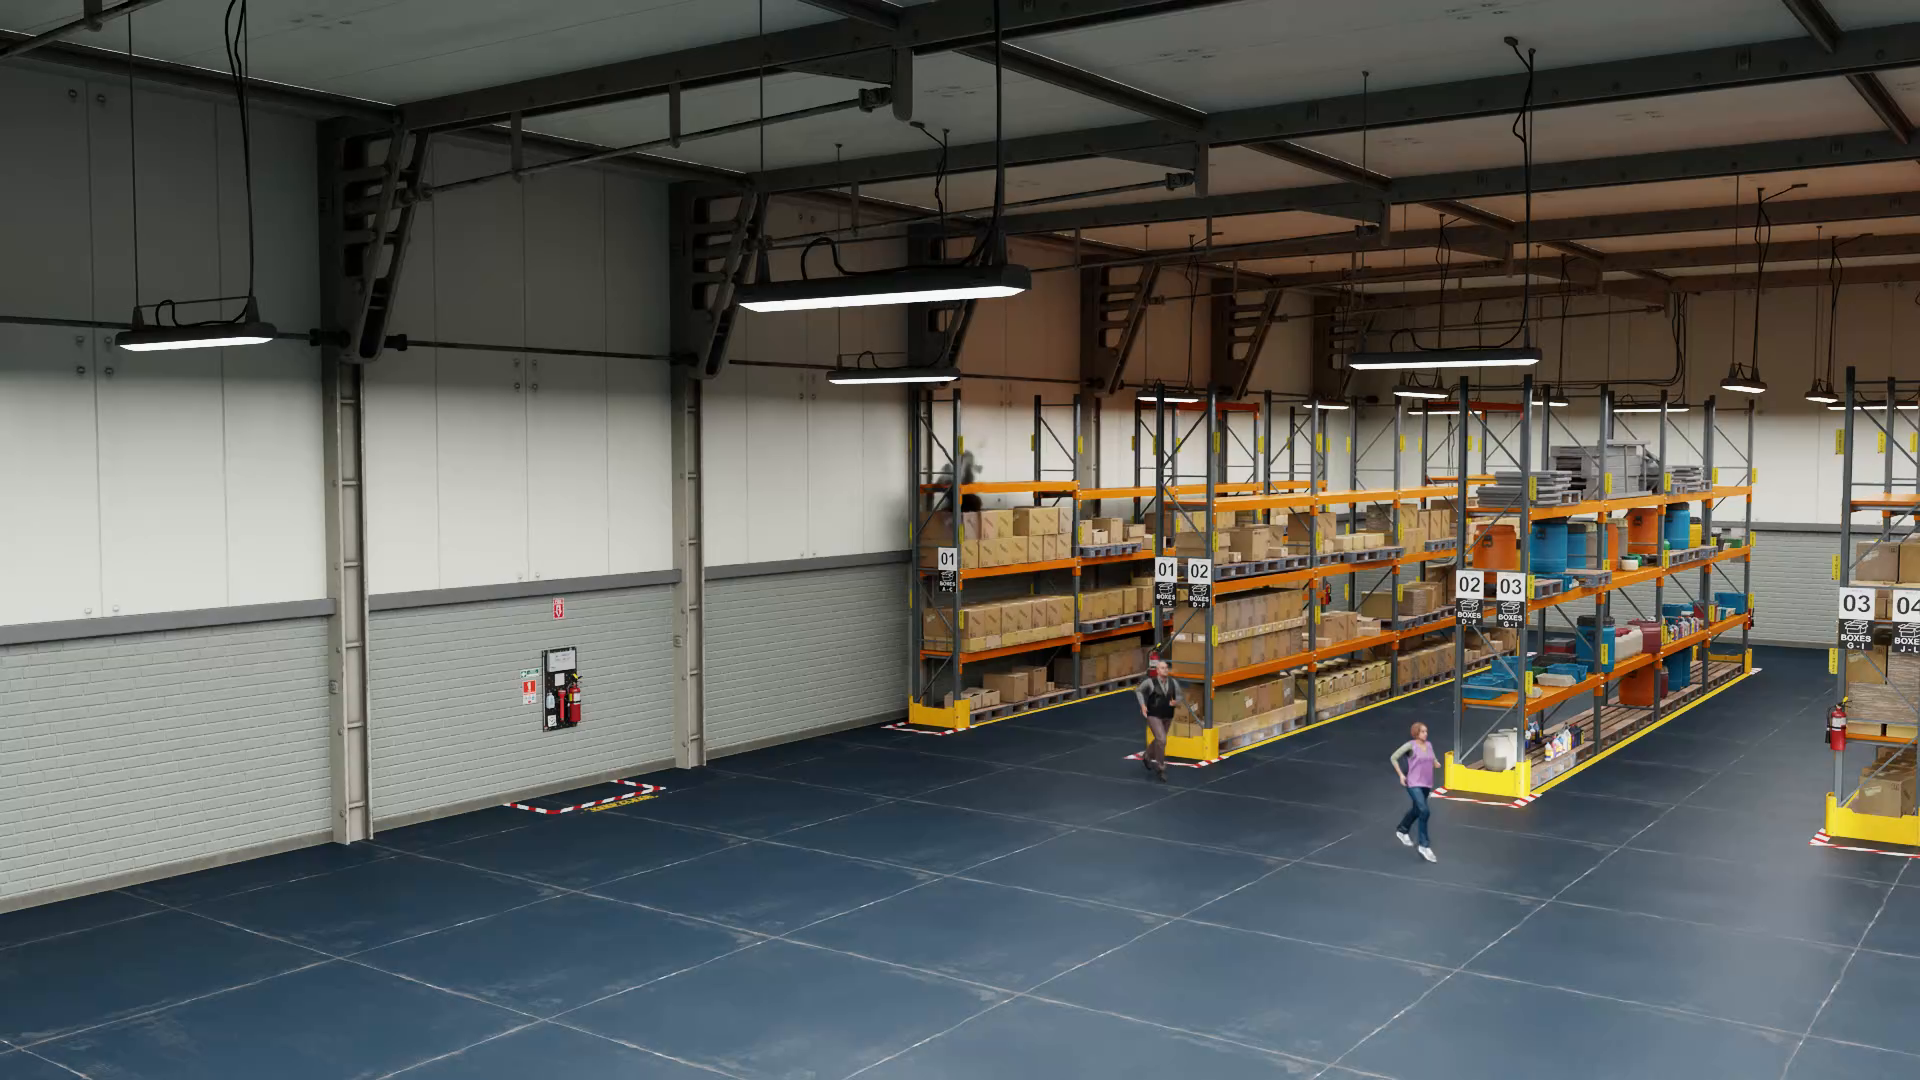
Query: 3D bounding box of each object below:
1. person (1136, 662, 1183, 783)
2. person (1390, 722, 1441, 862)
[{"bbox_3d":[3.027,2.699,25.069,0.653,1.752,0.859,-2,4,-25],"label":"person"},{"bbox_3d":[5.582,3.031,20.311,0.514,1.636,0.757,-2,4,-31],"label":"person"}]
